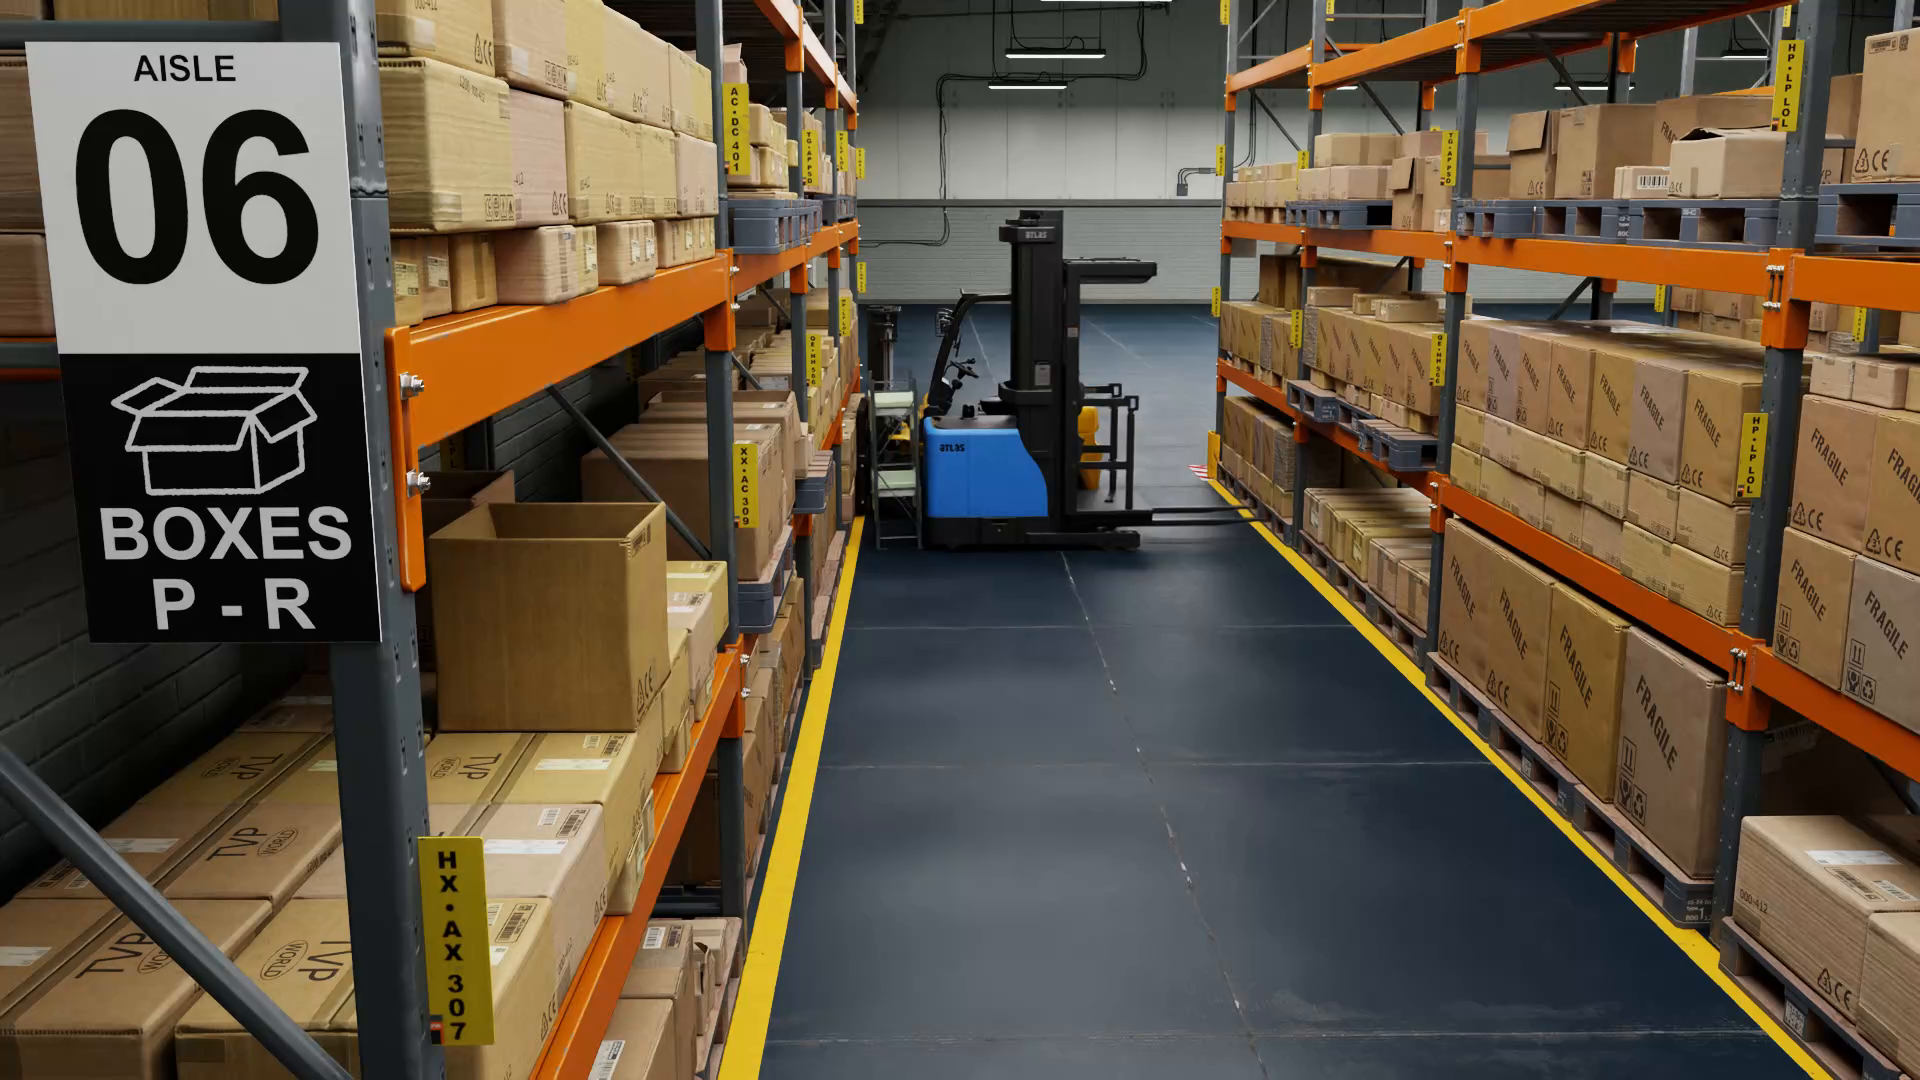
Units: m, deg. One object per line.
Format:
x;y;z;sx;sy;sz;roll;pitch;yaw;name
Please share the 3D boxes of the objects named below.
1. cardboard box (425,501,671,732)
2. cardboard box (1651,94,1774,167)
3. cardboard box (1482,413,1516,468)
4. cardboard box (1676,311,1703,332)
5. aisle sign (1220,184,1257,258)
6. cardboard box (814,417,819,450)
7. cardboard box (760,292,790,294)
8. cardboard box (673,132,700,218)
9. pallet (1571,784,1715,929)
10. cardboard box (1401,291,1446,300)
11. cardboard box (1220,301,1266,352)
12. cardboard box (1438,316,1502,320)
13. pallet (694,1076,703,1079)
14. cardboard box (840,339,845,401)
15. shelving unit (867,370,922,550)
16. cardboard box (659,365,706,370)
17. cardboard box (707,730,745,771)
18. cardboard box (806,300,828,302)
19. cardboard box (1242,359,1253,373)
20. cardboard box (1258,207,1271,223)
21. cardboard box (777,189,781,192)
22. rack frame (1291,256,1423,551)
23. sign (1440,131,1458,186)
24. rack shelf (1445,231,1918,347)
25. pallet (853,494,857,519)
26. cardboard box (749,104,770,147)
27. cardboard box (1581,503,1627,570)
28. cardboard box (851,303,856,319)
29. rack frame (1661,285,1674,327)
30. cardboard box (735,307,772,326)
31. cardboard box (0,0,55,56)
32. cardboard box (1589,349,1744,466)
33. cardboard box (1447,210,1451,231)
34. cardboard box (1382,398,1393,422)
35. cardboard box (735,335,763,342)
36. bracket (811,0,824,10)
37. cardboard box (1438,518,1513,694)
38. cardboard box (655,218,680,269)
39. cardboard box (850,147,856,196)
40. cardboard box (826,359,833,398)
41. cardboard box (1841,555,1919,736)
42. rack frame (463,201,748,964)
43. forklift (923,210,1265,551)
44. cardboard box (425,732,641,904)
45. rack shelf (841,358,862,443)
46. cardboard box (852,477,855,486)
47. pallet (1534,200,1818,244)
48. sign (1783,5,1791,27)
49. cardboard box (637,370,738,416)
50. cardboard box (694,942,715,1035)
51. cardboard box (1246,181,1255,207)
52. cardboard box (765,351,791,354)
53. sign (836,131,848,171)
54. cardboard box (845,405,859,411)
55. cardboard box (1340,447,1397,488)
-1.054;0.186;4.340;0.500;0.500;0.500;0;11;0;cardboard box
3.841;-1.972;8.381;0.500;0.500;0.500;0;11;-1;cardboard box
3.288;-0.563;9.409;0.500;0.250;0.500;0;11;0;cardboard box
8.349;-2.227;18.112;0.875;0.550;0.550;0;11;-1;cardboard box
3.038;-3.471;18.087;0.394;0.787;0.004;0;11;-1;aisle sign
-1.218;-0.690;11.295;0.500;0.250;0.500;0;11;-2;cardboard box
-1.838;-2.456;16.991;0.380;0.149;0.250;0;11;-1;cardboard box
-1.083;-1.124;5.139;0.500;0.250;0.500;-1;11;-3;cardboard box
3.506;1.413;7.564;1.003;0.211;1.213;0;11;-1;pallet
3.695;-1.882;13.103;0.380;0.149;0.250;-1;11;-3;cardboard box
3.082;-2.286;17.781;0.500;0.500;0.500;0;11;-2;cardboard box
3.699;-1.395;12.337;0.500;0.500;0.500;-1;11;-3;cardboard box
-1.324;1.967;4.835;1.003;0.211;1.213;0;11;-1;pallet
-1.279;-1.508;14.697;0.500;0.500;0.500;-1;11;-3;cardboard box
-0.586;-0.730;14.857;0.431;1.500;0.755;-2;12;-4;shelving unit
-1.774;-1.057;10.842;0.380;0.149;0.250;0;11;0;cardboard box
-1.106;0.849;6.928;0.380;0.149;0.250;0;11;2;cardboard box
-1.285;-2.153;15.494;0.380;0.149;0.250;0;11;-2;cardboard box
3.092;-1.790;16.968;0.380;0.149;0.250;0;11;0;cardboard box
3.108;-3.157;16.162;0.380;0.149;0.250;-1;11;-3;cardboard box
-1.214;-2.046;9.428;0.380;0.149;0.250;-1;11;-2;cardboard box
3.432;-1.391;14.371;1.000;3.000;0.127;0;11;-1;rack frame
2.972;-2.317;10.093;0.100;0.325;0.005;0;11;-1;sign
3.556;-1.316;8.266;1.077;0.370;4.000;0;11;-1;rack shelf
-1.533;-0.405;16.523;1.003;0.211;1.213;0;11;-1;pallet
-0.933;-1.588;6.376;0.380;0.149;0.250;0;11;0;cardboard box
3.335;-0.017;7.976;0.500;0.250;0.500;-1;11;-3;cardboard box
-1.291;-2.413;17.528;0.380;0.149;0.250;0;11;0;cardboard box
8.296;-2.227;18.490;1.000;3.000;0.127;0;11;-1;rack frame
-1.839;-1.945;14.470;0.380;0.149;0.250;0;11;-1;cardboard box
-1.571;-0.859;2.576;0.500;0.250;0.500;-1;11;-3;cardboard box
3.328;-0.631;7.860;0.500;0.500;0.500;0;11;1;cardboard box
3.298;-2.005;10.483;0.380;0.149;0.250;0;11;-1;cardboard box
3.148;-0.896;11.506;0.380;0.149;0.250;-1;11;-4;cardboard box
-1.780;-1.563;13.335;0.380;0.149;0.250;0;11;-1;cardboard box
-2.384;-9.031;27.890;0.235;0.232;0.430;0;11;-1;bracket
3.446;0.377;9.943;0.875;0.875;0.875;0;11;-2;cardboard box
-1.063;-0.905;5.065;0.380;0.149;0.250;0;11;-1;cardboard box
-1.360;-3.852;17.398;0.500;0.500;0.500;0;11;1;cardboard box
-1.242;-1.241;12.751;0.500;0.250;0.500;0;11;0;cardboard box
3.352;0.345;5.565;0.500;0.500;0.500;0;11;-1;cardboard box
-1.365;0.220;6.429;1.000;3.000;0.127;0;11;-1;rack frame
1.190;-1.447;14.818;3.031;2.935;1.130;-1;11;-3;forklift
-1.047;0.651;3.935;0.500;0.250;0.500;0;11;-2;cardboard box
-1.572;-1.415;16.298;1.077;0.370;4.000;0;11;-1;rack shelf
-1.235;-0.427;15.477;0.500;0.250;0.500;0;11;-2;cardboard box
3.607;-1.623;8.447;1.003;0.211;1.213;0;11;1;pallet
8.839;-5.663;17.790;0.100;0.325;0.005;0;11;-1;sign
-1.593;-0.727;9.789;0.500;0.500;0.500;0;11;2;cardboard box
-1.053;1.535;5.769;0.396;0.266;0.258;0;11;1;cardboard box
3.130;-3.425;16.480;0.500;0.250;0.500;0;11;1;cardboard box
-1.197;-1.263;11.856;0.380;0.149;0.250;0;11;0;cardboard box
-0.988;-3.252;13.907;0.100;0.325;0.005;0;11;-1;sign
-1.255;-1.221;16.879;0.500;0.250;0.500;0;11;0;cardboard box
3.690;-0.735;15.112;0.500;0.500;0.500;0;11;2;cardboard box
